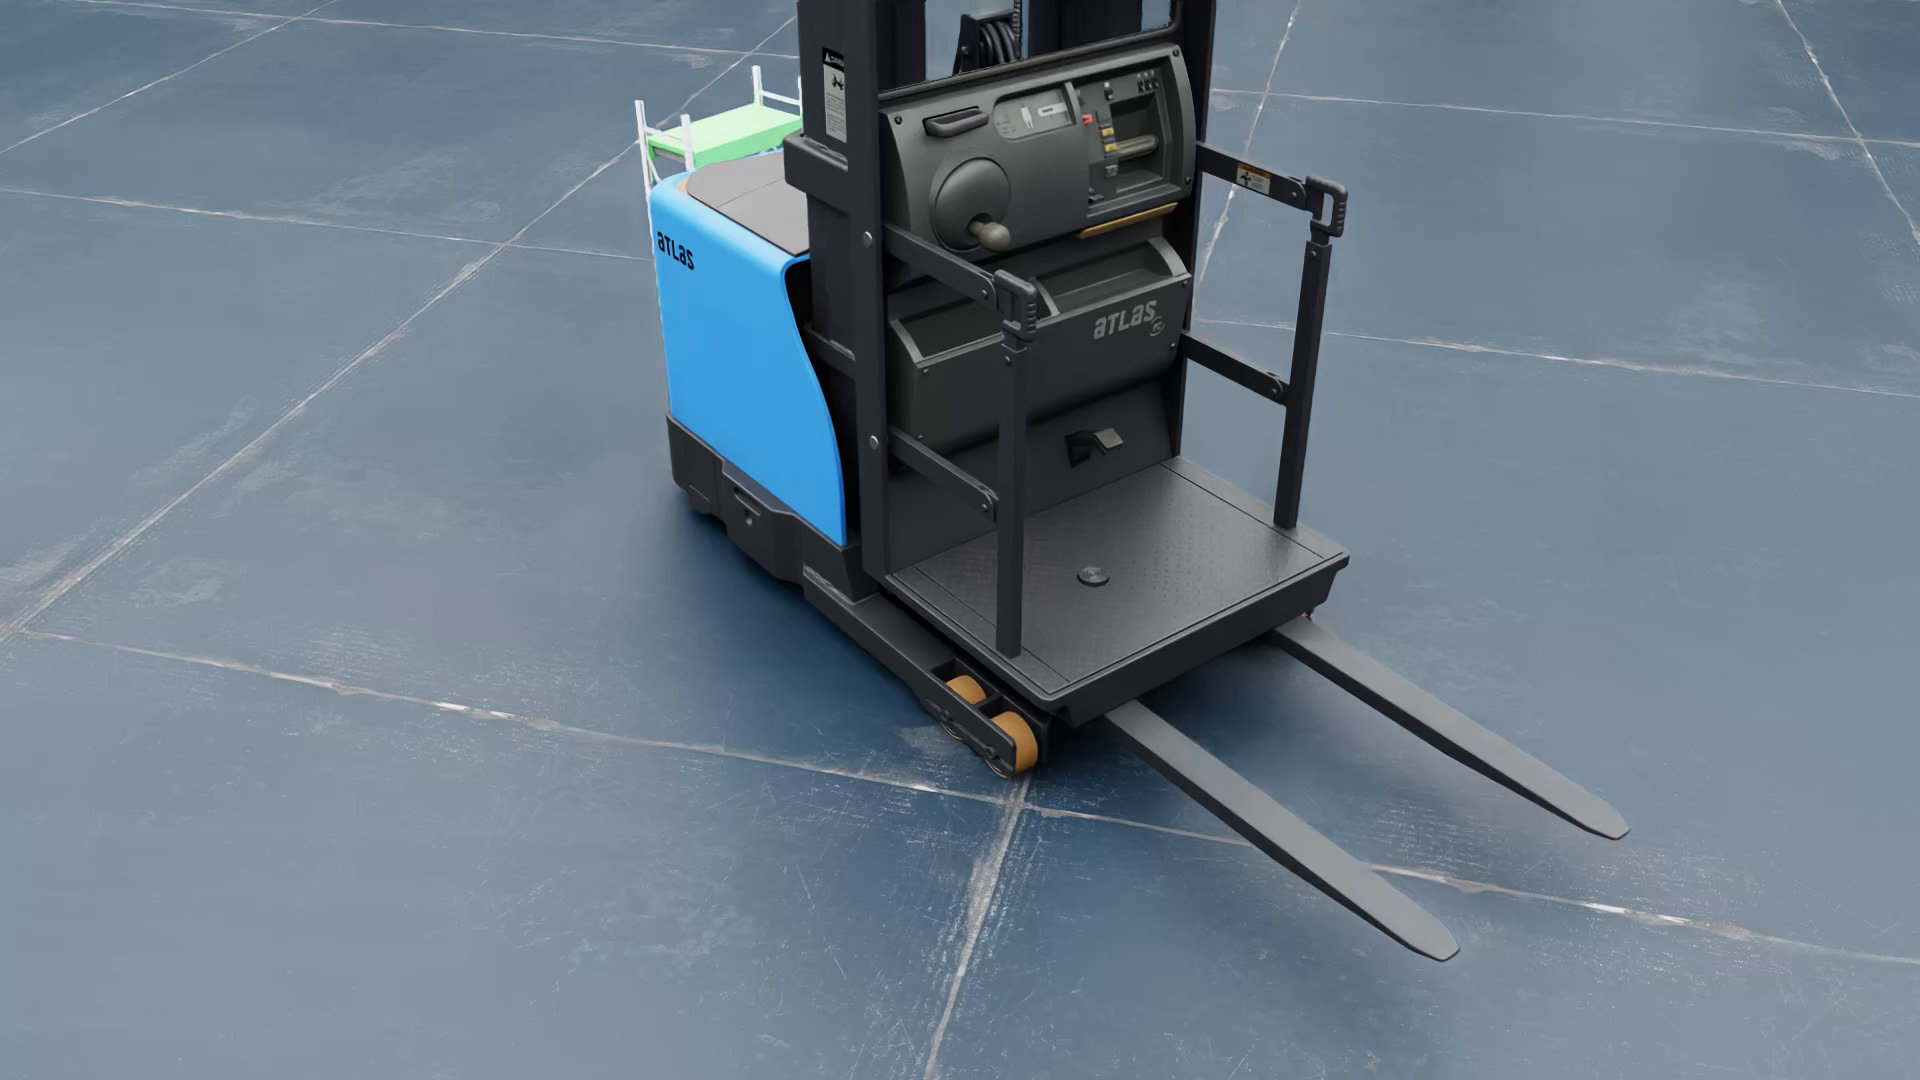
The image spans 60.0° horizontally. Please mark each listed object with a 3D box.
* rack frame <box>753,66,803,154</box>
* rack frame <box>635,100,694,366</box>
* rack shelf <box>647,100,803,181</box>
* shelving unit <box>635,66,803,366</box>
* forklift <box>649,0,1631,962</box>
[{"bbox_3d":[-0.578,-1.005,5.707,0.240,1.200,0.015,25,40,35],"label":"rack frame"},{"bbox_3d":[-0.903,-0.810,5.400,0.240,1.200,0.015,25,40,35],"label":"rack frame"},{"bbox_3d":[-0.747,-1.261,5.335,0.258,0.148,0.480,25,40,35],"label":"rack shelf"},{"bbox_3d":[-0.741,-0.907,5.554,0.258,1.200,0.503,25,40,35],"label":"shelving unit"},{"bbox_3d":[0.352,-0.927,3.976,1.130,2.935,3.031,-22,39,-31],"label":"forklift"}]
